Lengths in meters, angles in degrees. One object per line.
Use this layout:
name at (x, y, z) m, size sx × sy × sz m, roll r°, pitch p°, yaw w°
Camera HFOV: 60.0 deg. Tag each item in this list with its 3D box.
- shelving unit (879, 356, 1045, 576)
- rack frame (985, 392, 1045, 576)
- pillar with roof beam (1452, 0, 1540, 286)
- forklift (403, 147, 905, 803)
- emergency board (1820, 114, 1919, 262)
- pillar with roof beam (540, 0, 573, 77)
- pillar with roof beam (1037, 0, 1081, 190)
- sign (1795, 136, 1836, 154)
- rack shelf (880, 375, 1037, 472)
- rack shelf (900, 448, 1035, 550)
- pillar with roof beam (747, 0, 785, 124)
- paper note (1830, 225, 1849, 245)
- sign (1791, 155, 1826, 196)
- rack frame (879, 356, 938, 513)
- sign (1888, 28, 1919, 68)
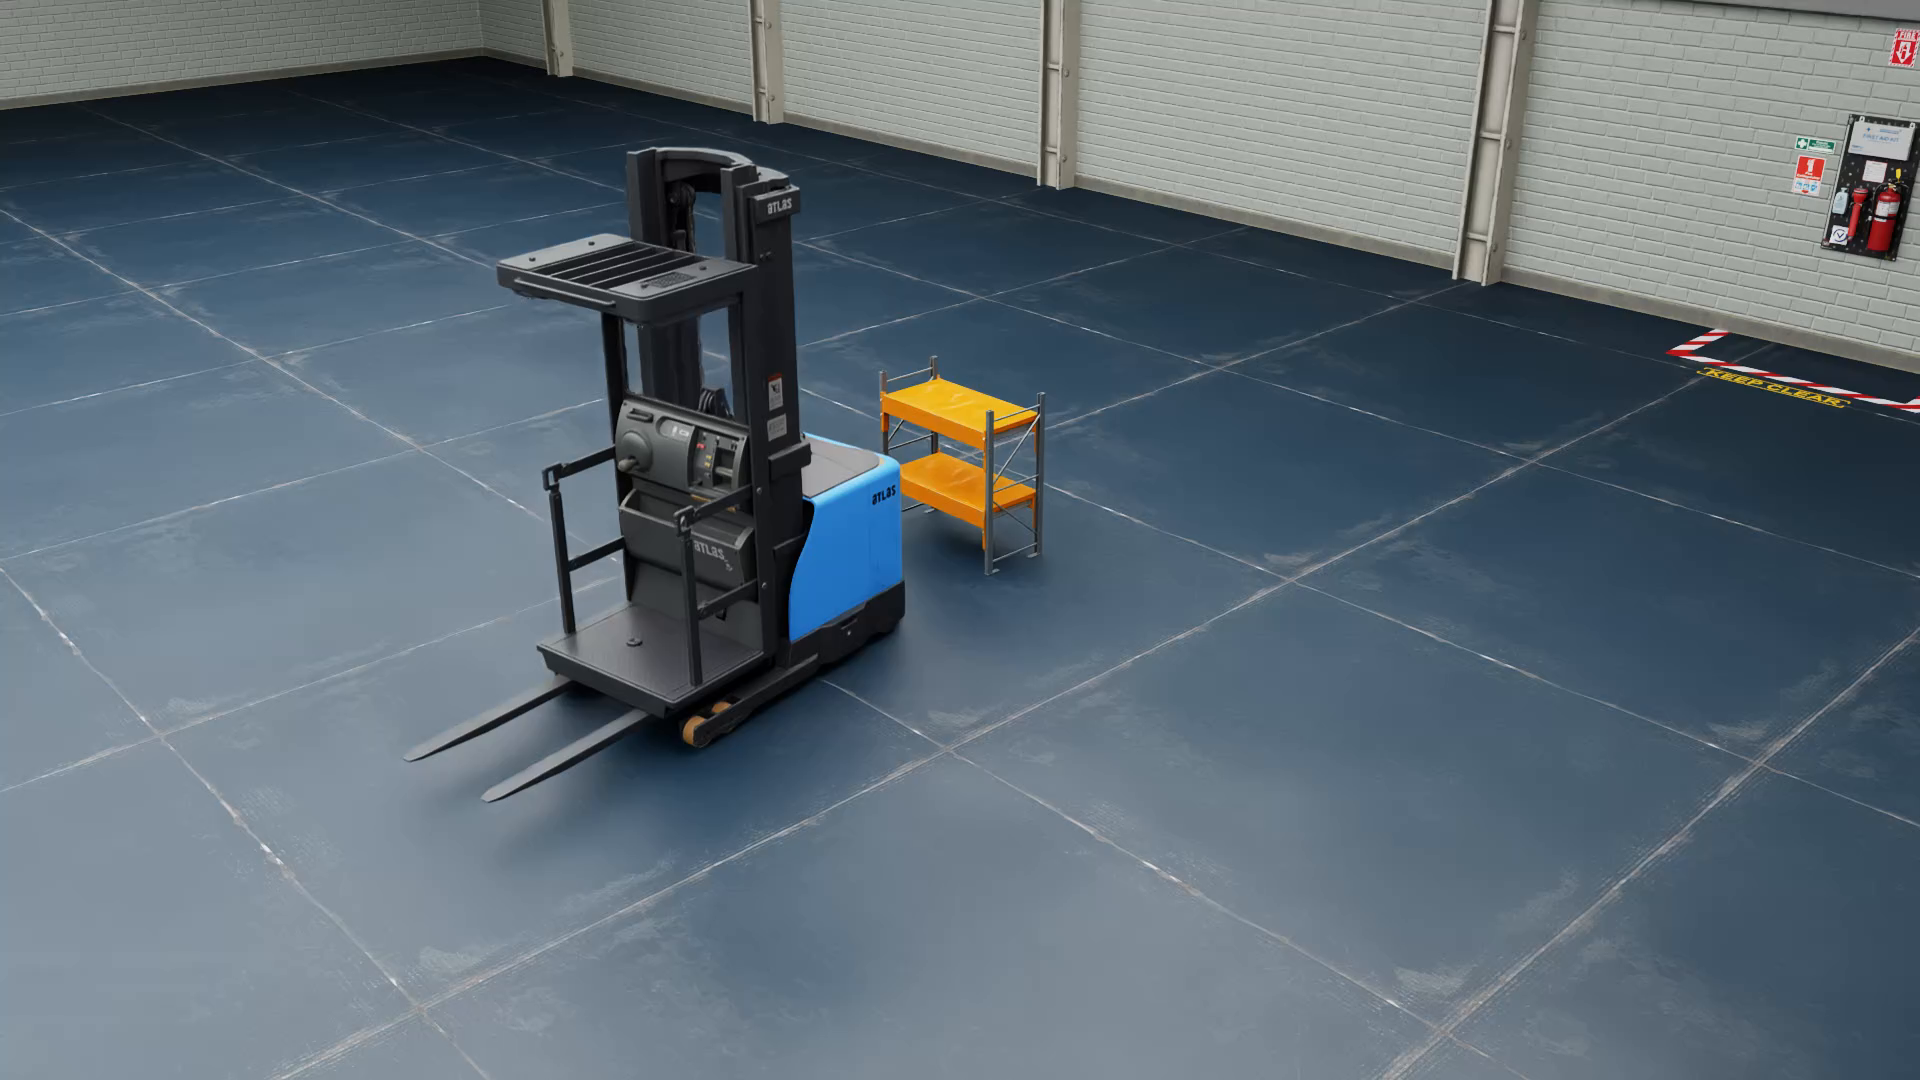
shelving unit at (0.005, -0.510, 11.012) m, size 0.538 × 1.125 × 1.048 m, roll -21°, pitch 32°, yaw -38°
rack frame at (0.352, -0.356, 10.674) m, size 0.500 × 1.125 × 0.032 m, roll -21°, pitch 32°, yaw -38°
pillar with roof beam at (2.181, -5.558, 12.592) m, size 9.100 × 9.000 × 0.400 m, roll -21°, pitch 32°, yaw -38°
forklift at (-1.618, -0.459, 8.726) m, size 1.130 × 2.935 × 3.031 m, roll 17°, pitch 30°, yaw 33°
emergency board at (7.763, -2.992, 14.194) m, size 0.194 × 1.169 × 0.643 m, roll -21°, pitch 32°, yaw -38°
pillar with roof beam at (-10.122, -11.012, 24.546) m, size 9.100 × 9.000 × 0.400 m, roll -21°, pitch 32°, yaw -38°
pillar with roof beam at (-1.920, -7.376, 16.576) m, size 9.100 × 9.000 × 0.400 m, roll -21°, pitch 32°, yaw -38°
sign at (7.457, -3.442, 14.499) m, size 0.001 × 0.109 × 0.331 m, roll -21°, pitch 32°, yaw -38°
rack shelf at (0.005, -0.776, 10.891) m, size 0.538 × 0.278 × 1.000 m, roll -21°, pitch 32°, yaw -38°
rack shelf at (0.005, -0.287, 11.114) m, size 0.538 × 0.278 × 1.000 m, roll -21°, pitch 32°, yaw -38°
pillar with roof beam at (-6.021, -9.194, 20.561) m, size 9.100 × 9.000 × 0.400 m, roll -21°, pitch 32°, yaw -38°
paper note at (7.692, -2.664, 14.537) m, size 0.016 × 0.148 × 0.142 m, roll -21°, pitch 32°, yaw -38°
sign at (7.460, -3.205, 14.618) m, size 0.001 × 0.329 × 0.234 m, roll -21°, pitch 32°, yaw -38°
rack frame at (-0.343, -0.664, 11.350) m, size 0.500 × 1.125 × 0.032 m, roll -21°, pitch 32°, yaw -38°
sign at (7.830, -4.077, 13.780) m, size 0.001 × 0.298 × 0.199 m, roll -21°, pitch 32°, yaw -38°
